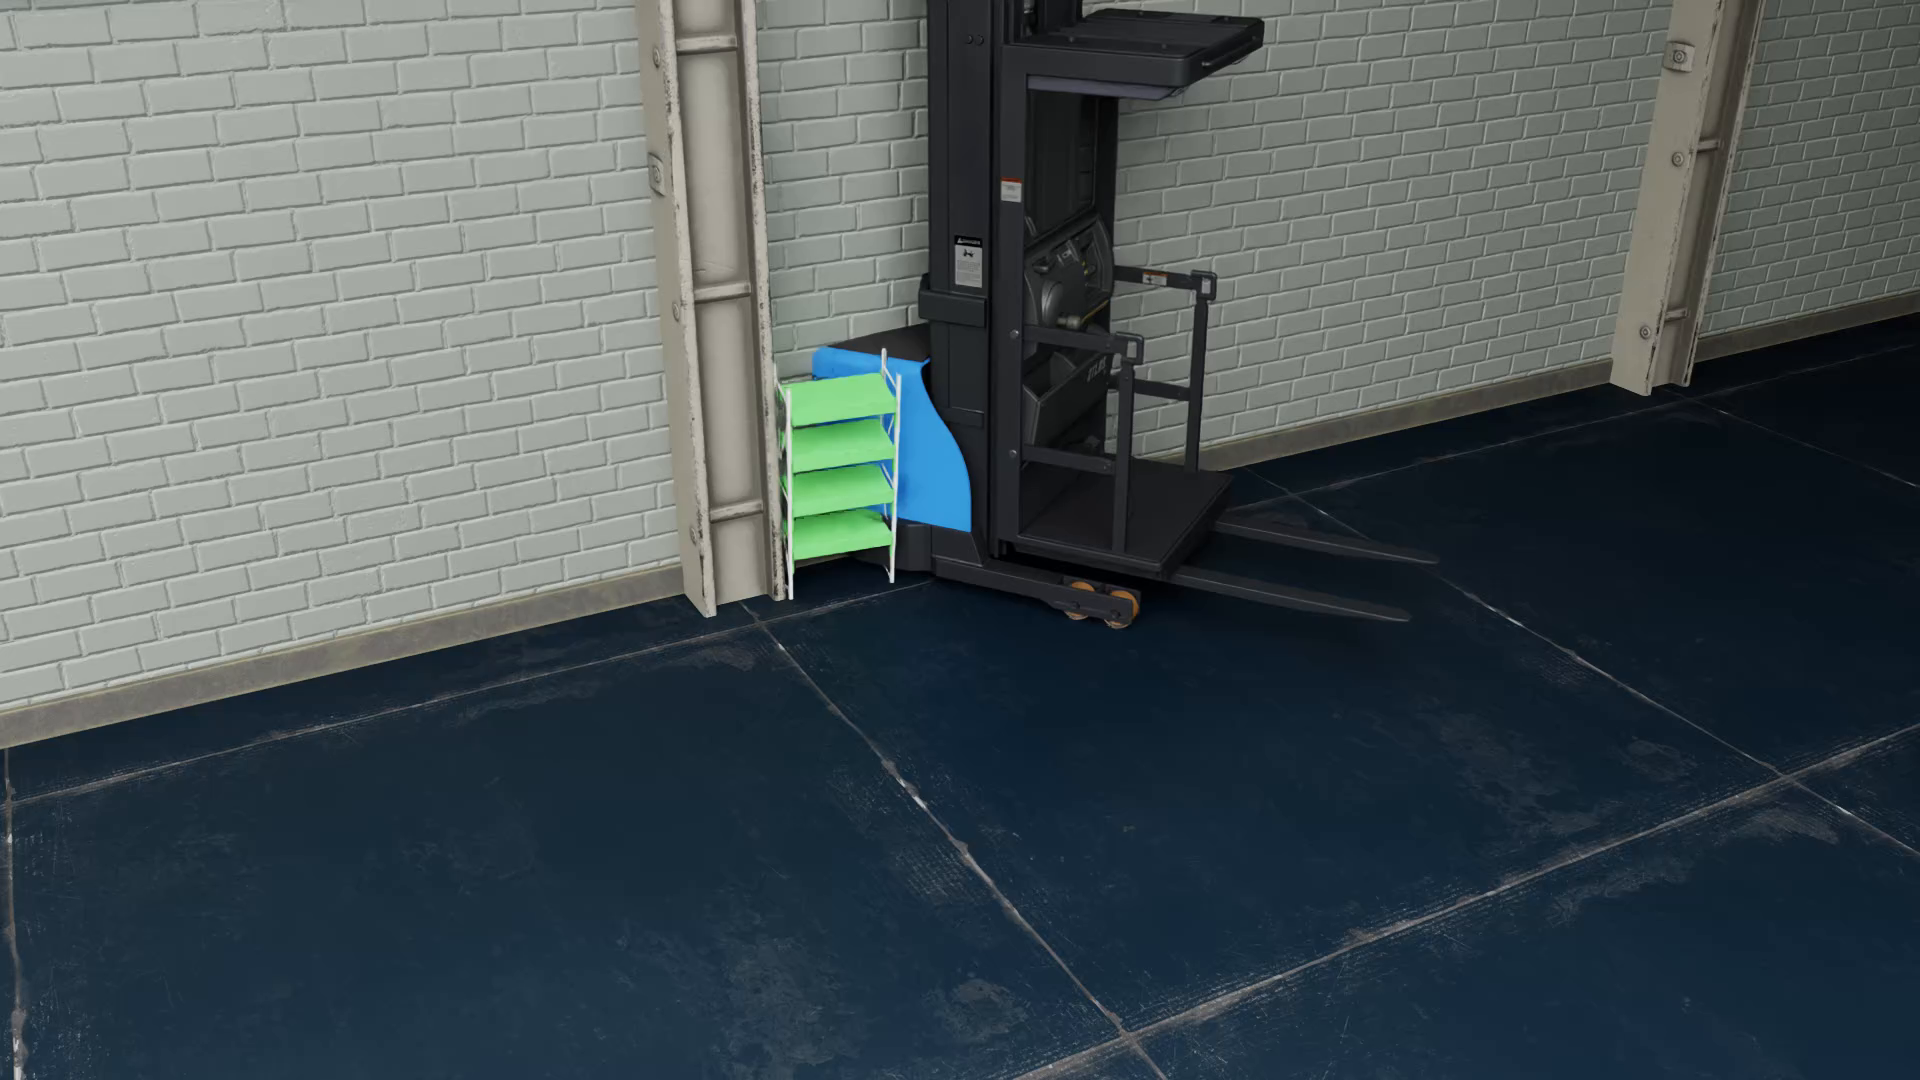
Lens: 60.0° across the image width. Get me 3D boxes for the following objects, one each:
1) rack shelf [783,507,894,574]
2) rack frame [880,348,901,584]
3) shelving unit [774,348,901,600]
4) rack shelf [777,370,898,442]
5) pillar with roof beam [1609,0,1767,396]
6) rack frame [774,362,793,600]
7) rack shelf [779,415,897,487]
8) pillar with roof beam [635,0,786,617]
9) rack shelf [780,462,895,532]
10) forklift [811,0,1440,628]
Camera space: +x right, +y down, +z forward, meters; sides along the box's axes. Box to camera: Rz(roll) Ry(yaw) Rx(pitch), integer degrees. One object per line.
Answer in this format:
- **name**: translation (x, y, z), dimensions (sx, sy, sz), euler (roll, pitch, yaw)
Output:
- **rack shelf**: translation (-0.576, -0.012, 7.705), dimensions (0.480, 0.148, 0.258), euler (-9, 38, -17)
- **rack frame**: translation (-0.330, -0.294, 7.596), dimensions (0.015, 1.200, 0.240), euler (-9, 38, -17)
- **shelving unit**: translation (-0.560, -0.256, 7.525), dimensions (0.503, 1.200, 0.258), euler (-9, 38, -17)
- **rack shelf**: translation (-0.539, -0.590, 7.278), dimensions (0.480, 0.148, 0.258), euler (-9, 38, -17)
- **pillar with roof beam**: translation (6.271, -3.382, 4.897), dimensions (0.400, 9.000, 9.100), euler (-13, 29, -25)
- **rack frame**: translation (-0.790, -0.218, 7.454), dimensions (0.015, 1.200, 0.240), euler (-9, 38, -17)
- **rack shelf**: translation (-0.551, -0.398, 7.421), dimensions (0.480, 0.148, 0.258), euler (-9, 38, -17)
- **pillar with roof beam**: translation (0.977, -2.160, 2.352), dimensions (0.400, 9.000, 9.100), euler (-13, 29, -25)
- **rack shelf**: translation (-0.563, -0.205, 7.563), dimensions (0.480, 0.148, 0.258), euler (-9, 38, -17)
- **forklift**: translation (0.675, -1.190, 7.341), dimensions (3.031, 2.935, 1.130), euler (12, 28, 23)
